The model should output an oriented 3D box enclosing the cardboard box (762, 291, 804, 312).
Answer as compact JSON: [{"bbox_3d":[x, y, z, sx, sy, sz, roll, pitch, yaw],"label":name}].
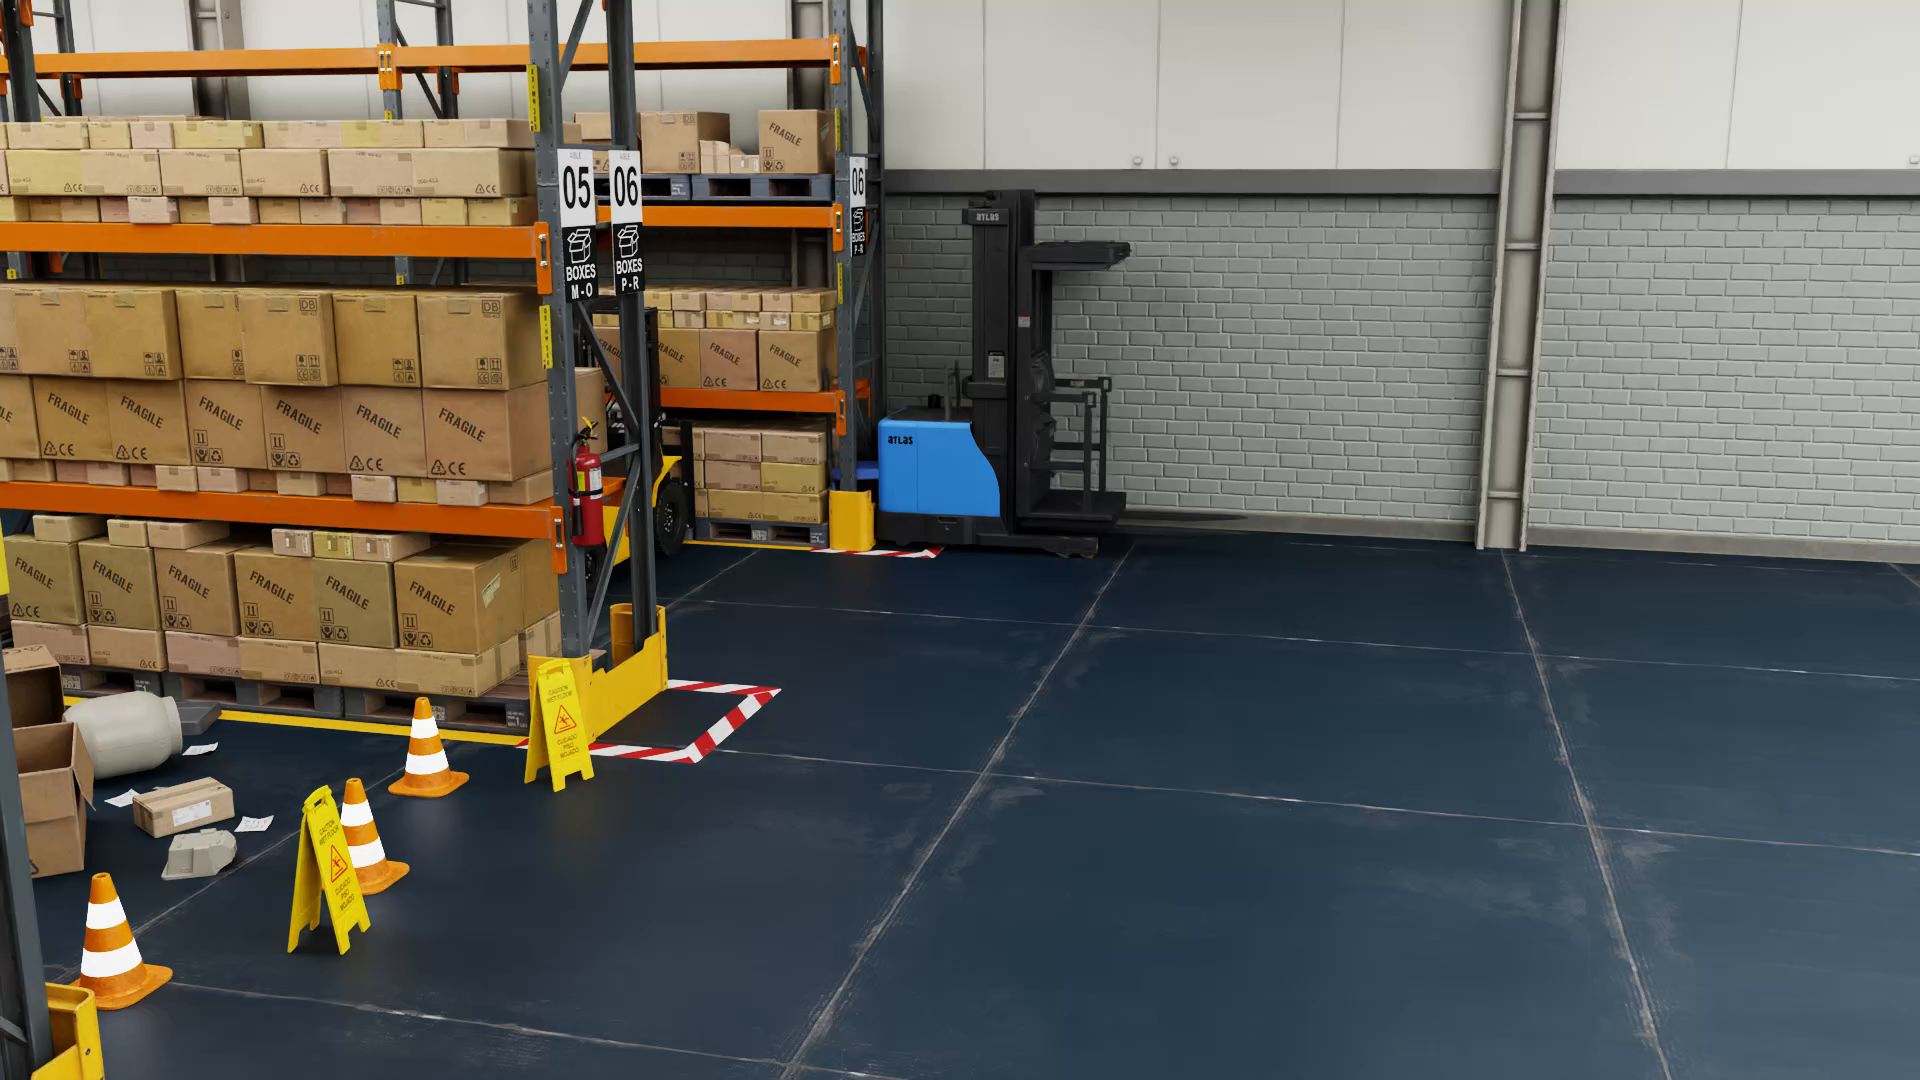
[{"bbox_3d":[-1.466,-1.990,13.862,0.250,0.149,0.380,3,13,14],"label":"cardboard box"}]

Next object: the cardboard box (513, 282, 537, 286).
[{"bbox_3d":[-3.828,-2.231,14.949,0.250,0.149,0.380,3,13,13],"label":"cardboard box"}]

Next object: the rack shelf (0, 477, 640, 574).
[{"bbox_3d":[-3.948,-0.207,9.903,4.000,0.370,1.077,3,13,14],"label":"rack shelf"}]

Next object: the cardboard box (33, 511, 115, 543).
[{"bbox_3d":[-5.275,-0.101,9.913,0.250,0.149,0.380,3,13,14],"label":"cardboard box"}]

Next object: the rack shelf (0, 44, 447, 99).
[{"bbox_3d":[-6.646,-4.192,14.938,4.000,0.370,1.077,3,13,14],"label":"rack shelf"}]

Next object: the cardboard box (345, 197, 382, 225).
[{"bbox_3d":[-3.149,-1.810,9.122,0.250,0.149,0.380,3,13,14],"label":"cardboard box"}]

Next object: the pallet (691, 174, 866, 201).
[{"bbox_3d":[-1.501,-2.962,13.937,1.213,0.211,1.003,3,13,14],"label":"pallet"}]

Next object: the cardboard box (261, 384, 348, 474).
[{"bbox_3d":[-3.569,-0.672,9.422,0.500,0.500,0.500,3,13,13],"label":"cardboard box"}]

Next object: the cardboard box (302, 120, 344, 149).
[{"bbox_3d":[-3.368,-2.210,9.083,0.250,0.149,0.380,3,13,14],"label":"cardboard box"}]

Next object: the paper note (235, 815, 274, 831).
[{"bbox_3d":[-3.401,1.364,8.013,0.142,0.019,0.148,-1,13,-6],"label":"paper note"}]

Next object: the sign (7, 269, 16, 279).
[{"bbox_3d":[-8.708,-2.326,15.300,0.005,0.325,0.100,3,13,14],"label":"sign"}]

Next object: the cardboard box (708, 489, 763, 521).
[{"bbox_3d":[-1.833,-0.347,14.251,0.500,0.250,0.500,3,13,14],"label":"cardboard box"}]

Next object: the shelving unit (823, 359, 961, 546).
[{"bbox_3d":[-0.538,-0.737,14.050,1.048,1.500,0.538,0,12,12],"label":"shelving unit"}]

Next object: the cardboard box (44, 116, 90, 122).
[{"bbox_3d":[-7.943,-3.592,15.141,0.500,0.500,0.500,3,13,14],"label":"cardboard box"}]

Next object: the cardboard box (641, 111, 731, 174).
[{"bbox_3d":[-2.279,-3.311,13.877,0.500,0.500,0.700,3,13,14],"label":"cardboard box"}]

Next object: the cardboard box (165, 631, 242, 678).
[{"bbox_3d":[-4.345,0.615,9.915,0.500,0.250,0.500,3,13,13],"label":"cardboard box"}]

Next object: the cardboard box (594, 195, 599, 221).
[{"bbox_3d":[-2.250,-1.882,9.445,0.250,0.149,0.380,3,13,14],"label":"cardboard box"}]

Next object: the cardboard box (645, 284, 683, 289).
[{"bbox_3d":[-2.590,-2.158,14.619,0.250,0.149,0.380,3,13,14],"label":"cardboard box"}]

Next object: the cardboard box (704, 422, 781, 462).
[{"bbox_3d":[-1.839,-0.833,14.133,0.500,0.250,0.500,3,13,15],"label":"cardboard box"}]

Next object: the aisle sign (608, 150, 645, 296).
[{"bbox_3d":[-1.872,-1.786,9.355,0.004,0.787,0.394,3,13,14],"label":"aisle sign"}]

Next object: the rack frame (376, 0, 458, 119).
[{"bbox_3d":[-4.704,-4.635,14.348,0.127,3.000,1.000,3,13,14],"label":"rack frame"}]

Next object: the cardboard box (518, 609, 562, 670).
[{"bbox_3d":[-2.723,0.583,10.060,0.500,0.250,0.500,3,13,13],"label":"cardboard box"}]

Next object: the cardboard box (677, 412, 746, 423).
[{"bbox_3d":[-2.211,-0.967,14.739,0.500,0.250,0.500,3,13,13],"label":"cardboard box"}]

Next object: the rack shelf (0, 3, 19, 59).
[{"bbox_3d":[-7.831,-3.148,10.232,4.000,0.370,1.077,3,13,14],"label":"rack shelf"}]

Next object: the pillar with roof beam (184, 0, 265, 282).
[{"bbox_3d":[-8.137,-4.059,11.753,0.400,9.000,9.100,3,13,14],"label":"pillar with roof beam"}]

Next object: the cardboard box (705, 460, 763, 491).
[{"bbox_3d":[-1.852,-0.593,14.206,0.500,0.250,0.500,3,13,13],"label":"cardboard box"}]

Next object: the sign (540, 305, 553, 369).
[{"bbox_3d":[-2.159,-1.058,8.676,0.005,0.325,0.100,3,13,14],"label":"sign"}]

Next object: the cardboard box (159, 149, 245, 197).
[{"bbox_3d":[-4.051,-2.039,9.232,0.500,0.250,0.500,3,13,14],"label":"cardboard box"}]

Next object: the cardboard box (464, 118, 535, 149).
[{"bbox_3d":[-2.405,-2.141,8.772,0.250,0.149,0.380,3,13,14],"label":"cardboard box"}]

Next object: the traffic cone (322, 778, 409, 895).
[{"bbox_3d":[-2.669,1.284,7.378,0.334,0.463,0.336,3,13,14],"label":"traffic cone"}]

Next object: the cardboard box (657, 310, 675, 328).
[{"bbox_3d":[-2.476,-1.884,14.074,0.250,0.149,0.380,3,13,14],"label":"cardboard box"}]

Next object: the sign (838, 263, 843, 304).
[{"bbox_3d":[-0.964,-2.066,13.401,0.005,0.325,0.100,3,13,14],"label":"sign"}]

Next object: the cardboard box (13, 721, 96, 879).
[{"bbox_3d":[-4.318,1.205,7.639,0.637,0.503,0.797,-6,14,-25],"label":"cardboard box"}]

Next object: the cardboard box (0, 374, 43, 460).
[{"bbox_3d":[-5.529,-0.775,9.883,0.500,0.500,0.500,3,13,13],"label":"cardboard box"}]

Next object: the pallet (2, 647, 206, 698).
[{"bbox_3d":[-5.229,0.727,10.471,1.213,0.211,1.003,3,13,14],"label":"pallet"}]

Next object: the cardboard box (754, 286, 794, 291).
[{"bbox_3d":[-1.601,-2.103,14.372,0.250,0.149,0.380,3,13,15],"label":"cardboard box"}]

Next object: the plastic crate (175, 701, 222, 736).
[{"bbox_3d":[-4.562,1.017,9.464,0.583,0.080,0.402,-1,13,-6],"label":"plastic crate"}]

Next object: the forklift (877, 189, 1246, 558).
[{"bbox_3d":[0.874,-1.407,13.806,3.031,2.935,1.130,3,13,12],"label":"forklift"}]

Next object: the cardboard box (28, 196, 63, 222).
[{"bbox_3d":[-5.138,-1.921,9.622,0.250,0.149,0.380,3,13,14],"label":"cardboard box"}]

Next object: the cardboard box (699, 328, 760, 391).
[{"bbox_3d":[-1.863,-1.547,14.048,0.500,0.500,0.500,3,13,15],"label":"cardboard box"}]

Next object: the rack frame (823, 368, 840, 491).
[{"bbox_3d":[-1.035,-0.736,14.154,0.032,1.500,0.500,0,12,12],"label":"rack frame"}]

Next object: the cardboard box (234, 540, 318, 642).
[{"bbox_3d":[-3.842,0.276,9.712,0.500,0.500,0.500,3,13,12],"label":"cardboard box"}]

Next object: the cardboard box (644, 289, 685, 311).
[{"bbox_3d":[-2.482,-2.029,14.037,0.250,0.149,0.380,3,13,15],"label":"cardboard box"}]

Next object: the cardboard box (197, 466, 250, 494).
[{"bbox_3d":[-4.170,-0.380,9.602,0.250,0.149,0.380,3,13,13],"label":"cardboard box"}]

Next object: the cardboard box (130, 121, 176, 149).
[{"bbox_3d":[-4.384,-2.252,9.273,0.250,0.149,0.380,3,13,13],"label":"cardboard box"}]

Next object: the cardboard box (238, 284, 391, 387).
[{"bbox_3d":[-3.564,-1.150,9.266,0.500,0.500,0.700,3,13,13],"label":"cardboard box"}]

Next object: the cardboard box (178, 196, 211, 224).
[{"bbox_3d":[-4.146,-1.856,9.327,0.250,0.149,0.380,3,13,14],"label":"cardboard box"}]

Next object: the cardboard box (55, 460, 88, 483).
[{"bbox_3d":[-5.138,-0.446,9.899,0.250,0.149,0.380,3,13,13],"label":"cardboard box"}]

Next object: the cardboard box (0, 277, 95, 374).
[{"bbox_3d":[-5.514,-1.276,9.833,0.500,0.500,0.700,3,13,13],"label":"cardboard box"}]

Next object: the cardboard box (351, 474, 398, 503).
[{"bbox_3d":[-3.194,-0.321,9.335,0.250,0.149,0.380,3,13,15],"label":"cardboard box"}]

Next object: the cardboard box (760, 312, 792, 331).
[{"bbox_3d":[-1.479,-1.830,13.829,0.250,0.149,0.380,3,13,14],"label":"cardboard box"}]

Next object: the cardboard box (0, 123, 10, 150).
[{"bbox_3d":[-5.403,-2.301,9.492,0.250,0.149,0.380,3,13,15],"label":"cardboard box"}]

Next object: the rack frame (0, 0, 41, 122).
[{"bbox_3d":[-5.890,-3.591,9.643,0.127,3.000,1.000,3,13,14],"label":"rack frame"}]

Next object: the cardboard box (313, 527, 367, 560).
[{"bbox_3d":[-3.462,-0.005,9.482,0.250,0.149,0.380,3,13,14],"label":"cardboard box"}]

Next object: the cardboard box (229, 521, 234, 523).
[{"bbox_3d":[-4.757,0.109,10.462,0.500,0.500,0.500,3,13,15],"label":"cardboard box"}]
